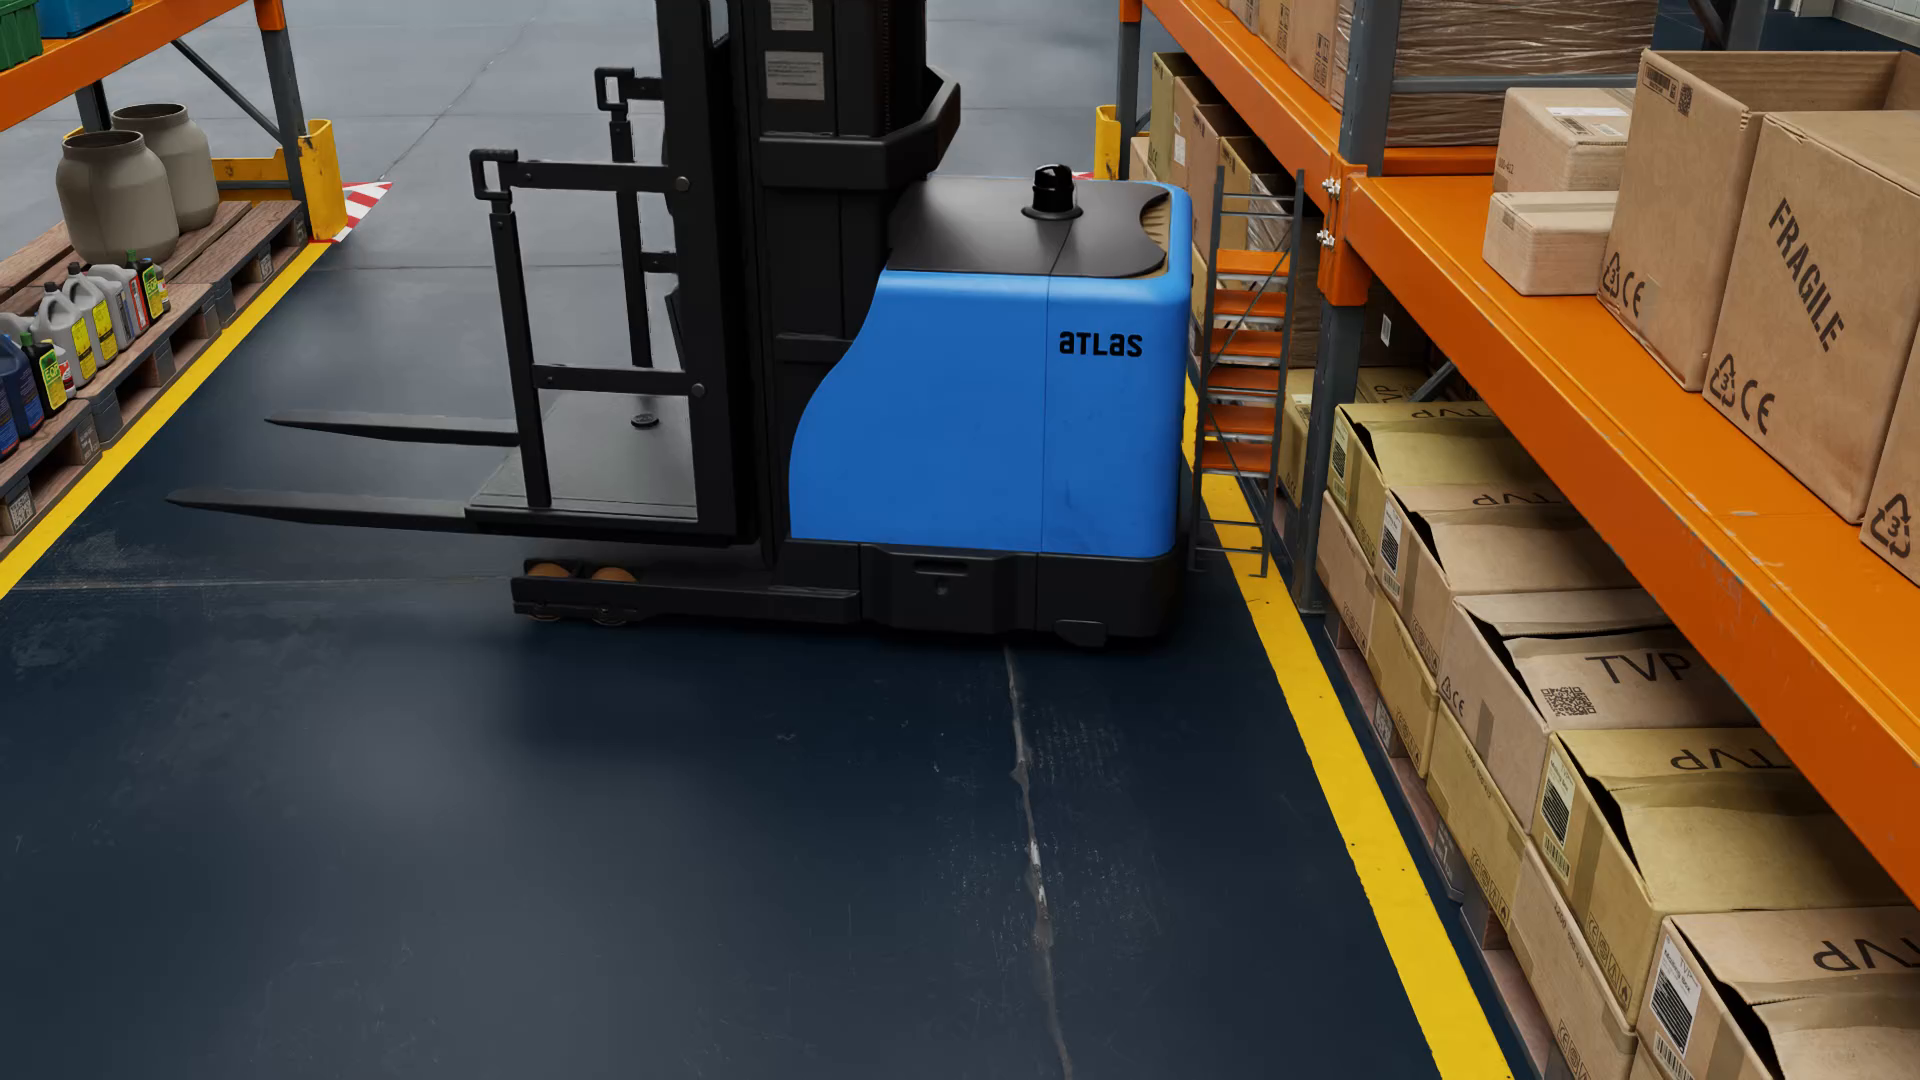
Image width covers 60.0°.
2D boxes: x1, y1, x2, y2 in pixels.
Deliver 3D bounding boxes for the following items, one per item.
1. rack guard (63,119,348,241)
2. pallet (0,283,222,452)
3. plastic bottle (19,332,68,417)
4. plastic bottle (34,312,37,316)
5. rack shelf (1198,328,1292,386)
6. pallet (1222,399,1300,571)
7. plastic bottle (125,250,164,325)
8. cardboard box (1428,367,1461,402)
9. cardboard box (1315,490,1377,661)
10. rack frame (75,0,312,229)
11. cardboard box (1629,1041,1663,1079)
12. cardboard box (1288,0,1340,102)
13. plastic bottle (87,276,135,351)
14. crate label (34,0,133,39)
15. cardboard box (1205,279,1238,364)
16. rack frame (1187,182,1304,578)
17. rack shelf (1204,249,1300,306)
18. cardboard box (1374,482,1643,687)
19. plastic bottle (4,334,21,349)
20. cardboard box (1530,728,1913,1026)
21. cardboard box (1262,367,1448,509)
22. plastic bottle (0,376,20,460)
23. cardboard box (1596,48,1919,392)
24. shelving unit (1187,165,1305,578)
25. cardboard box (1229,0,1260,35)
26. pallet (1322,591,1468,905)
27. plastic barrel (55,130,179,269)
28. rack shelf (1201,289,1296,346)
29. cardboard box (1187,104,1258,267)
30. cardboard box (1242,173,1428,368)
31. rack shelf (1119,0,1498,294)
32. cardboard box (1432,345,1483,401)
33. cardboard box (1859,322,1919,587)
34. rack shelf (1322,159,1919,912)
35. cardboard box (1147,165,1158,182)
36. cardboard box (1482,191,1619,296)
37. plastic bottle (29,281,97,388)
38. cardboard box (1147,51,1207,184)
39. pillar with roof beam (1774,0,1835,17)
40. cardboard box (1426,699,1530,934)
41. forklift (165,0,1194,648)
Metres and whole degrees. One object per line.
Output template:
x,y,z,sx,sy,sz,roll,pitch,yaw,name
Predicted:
-3.623,-1.734,8.035,1.175,0.500,0.348,-1,28,-3,rack guard
-3.525,-0.669,6.304,1.003,0.211,1.213,-1,28,-3,pallet
-3.069,-0.567,5.556,0.061,0.283,0.133,0,28,0,plastic bottle
-3.252,-0.713,5.923,0.097,0.201,0.097,0,28,0,plastic bottle
0.827,-0.537,4.818,0.258,0.103,0.180,5,28,9,rack shelf
1.483,-0.279,5.557,1.003,0.211,1.213,-1,28,-3,pallet
-3.115,-0.976,6.340,0.061,0.283,0.133,-1,28,-1,plastic bottle
1.761,-0.336,5.169,0.500,0.250,0.500,-1,28,-3,cardboard box
1.256,0.078,4.376,0.500,0.250,0.500,-2,28,-4,cardboard box
-3.673,-2.877,7.522,1.000,3.000,0.127,-1,28,-3,rack frame
1.366,1.026,2.559,0.500,0.250,0.500,-1,28,-1,cardboard box
1.419,-1.640,5.042,0.700,0.500,0.500,-2,28,-3,cardboard box
-3.147,-0.845,6.097,0.152,0.276,0.135,-2,28,-4,plastic bottle
-3.307,-2.049,5.896,0.502,0.435,0.616,-1,28,-3,crate label
1.183,-0.785,6.030,0.500,0.250,0.500,-1,28,-3,cardboard box
0.810,-0.428,4.773,0.240,1.200,0.006,5,28,9,rack frame
0.826,-0.750,4.707,0.258,0.103,0.180,5,28,9,rack shelf
1.276,0.065,3.794,0.500,0.311,0.500,-2,28,-3,cardboard box
-3.147,-0.552,5.539,0.097,0.271,0.097,0,28,0,plastic bottle
1.337,0.544,2.876,0.500,0.311,0.500,-1,28,-1,cardboard box
1.240,-0.323,5.145,0.500,0.250,0.500,-1,28,-3,cardboard box
-3.092,-0.433,5.225,0.144,0.351,0.185,-1,28,-1,plastic bottle
1.534,-0.593,3.036,0.500,0.500,0.500,1,28,1,cardboard box
0.827,-0.470,4.853,0.258,1.200,0.189,5,28,9,shelving unit
1.369,-2.108,5.940,0.700,0.500,0.500,-1,28,-1,cardboard box
1.560,0.428,4.200,1.003,0.211,1.213,-1,28,-3,pallet
-3.537,-1.426,6.977,0.421,0.512,0.421,0,28,0,plastic barrel
0.827,-0.643,4.762,0.258,0.103,0.180,5,28,9,rack shelf
1.155,-1.348,6.300,0.500,0.500,0.500,-1,28,-3,cardboard box
1.225,-0.887,5.415,0.500,0.500,0.500,-1,28,-3,cardboard box
1.378,-1.752,6.143,1.077,0.370,4.000,-1,28,-3,rack shelf
1.771,-0.668,4.996,0.500,0.500,0.500,-1,28,-3,cardboard box
1.587,-0.119,2.126,0.500,0.500,0.500,-3,28,-5,cardboard box
1.587,0.095,2.601,1.077,0.370,4.000,-1,28,-3,rack shelf
1.109,-1.478,7.359,0.500,0.250,0.500,-1,28,-3,cardboard box
1.324,-0.622,3.470,0.380,0.149,0.250,-1,28,-3,cardboard box
-3.124,-0.716,5.768,0.144,0.351,0.185,-2,28,-3,plastic bottle
1.107,-1.810,7.185,0.500,0.500,0.500,-1,28,-3,cardboard box
2.508,-8.140,11.127,9.100,9.000,0.400,-1,28,-3,pillar with roof beam
1.311,0.553,3.465,0.500,0.250,0.500,-2,28,-4,cardboard box
-0.852,-1.290,4.553,3.031,2.935,1.130,3,28,6,forklift
